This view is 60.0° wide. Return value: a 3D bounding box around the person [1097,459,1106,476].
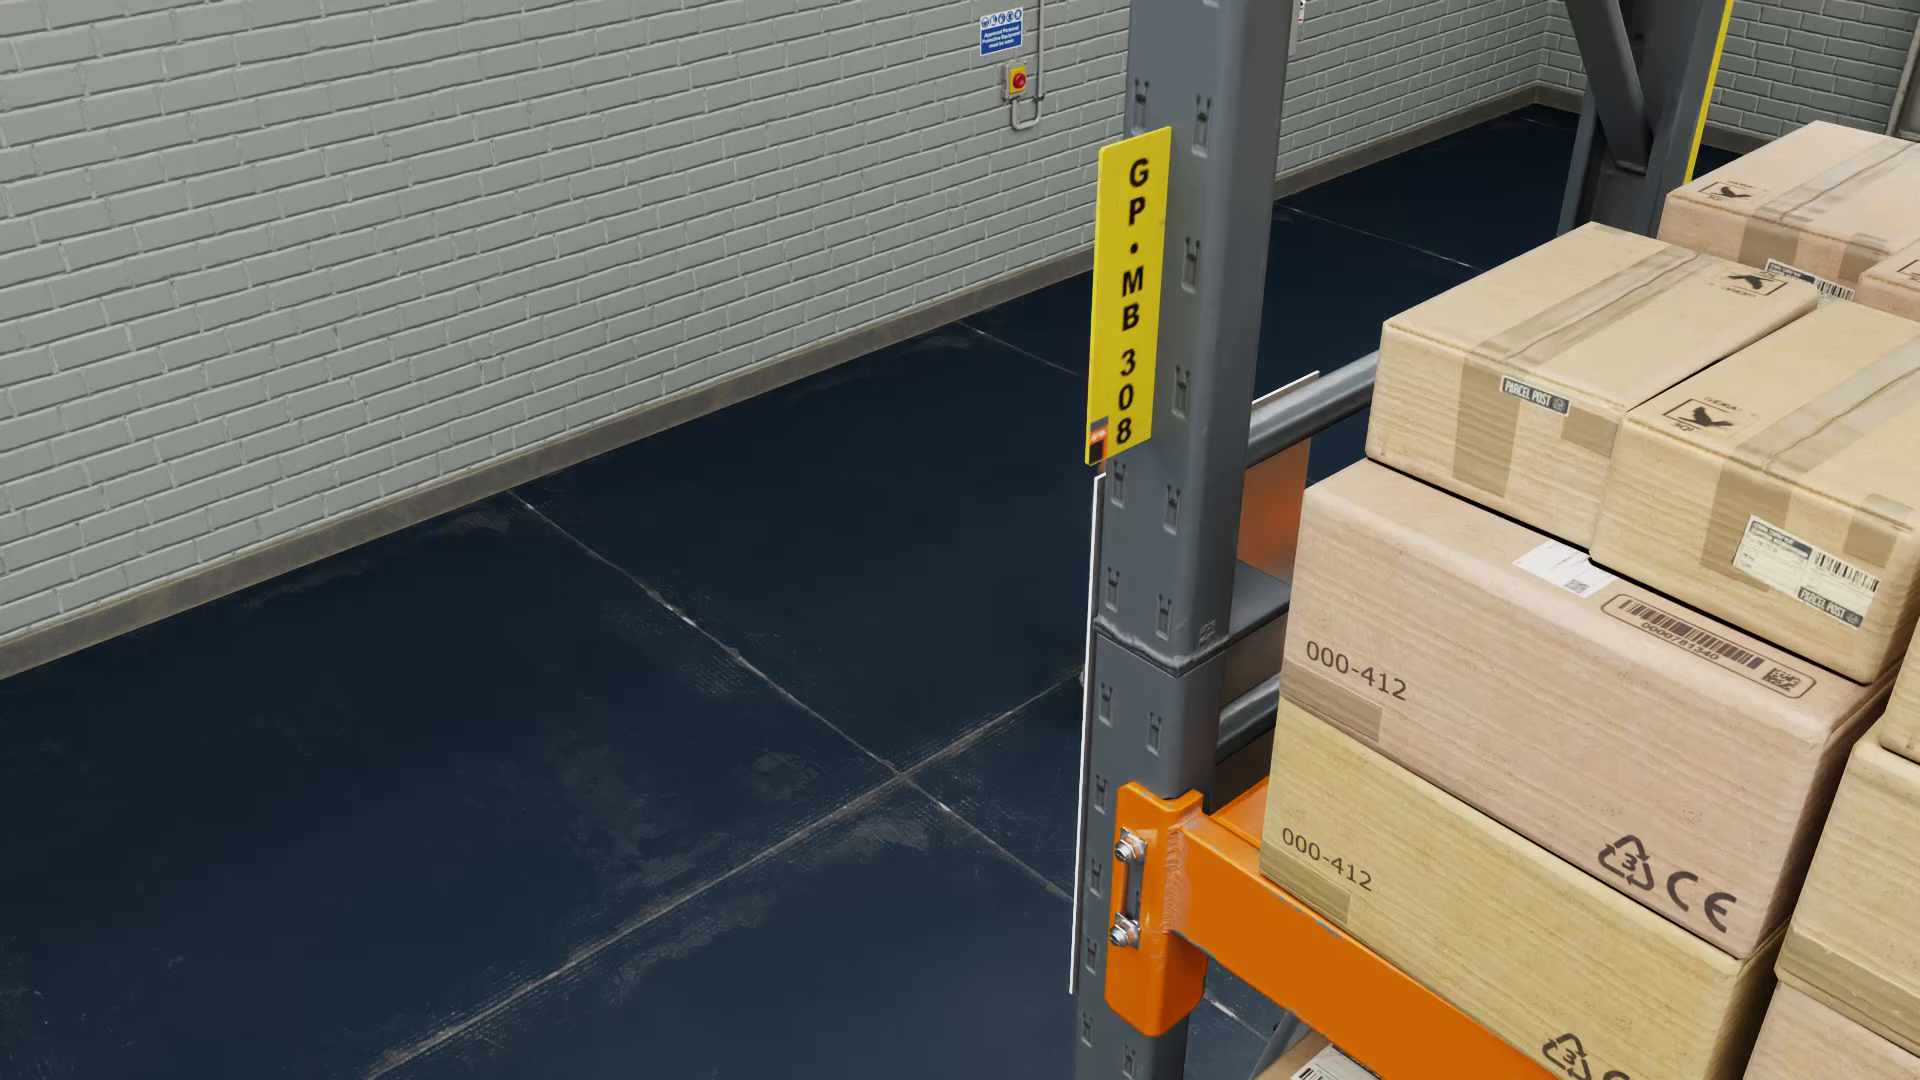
[{"bbox_3d":[0.806,-0.119,6.326,0.564,1.728,0.563,24,39,34],"label":"person"}]
